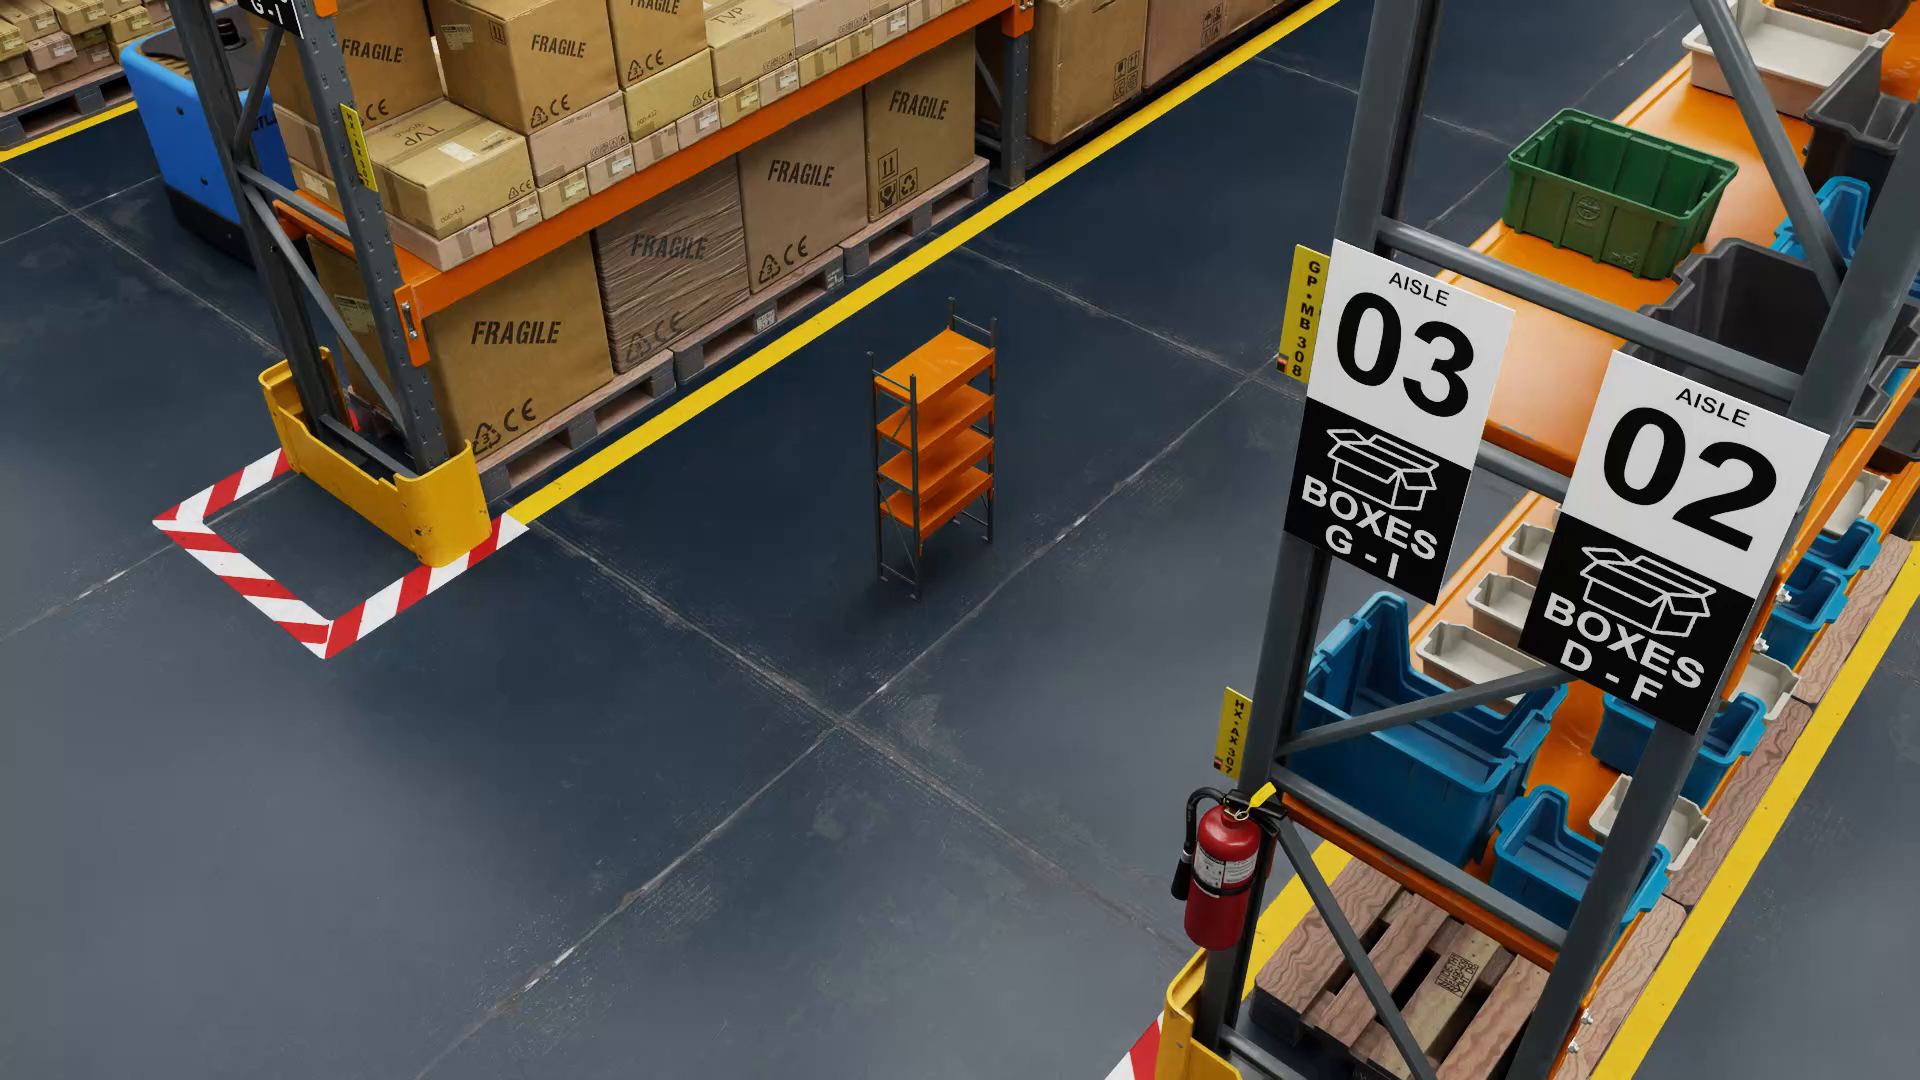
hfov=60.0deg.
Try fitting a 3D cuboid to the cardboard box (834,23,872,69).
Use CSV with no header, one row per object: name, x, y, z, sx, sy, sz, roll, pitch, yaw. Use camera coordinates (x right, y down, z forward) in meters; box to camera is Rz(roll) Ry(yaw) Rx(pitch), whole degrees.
cardboard box,-0.648,-2.460,8.095,0.380,0.149,0.250,30,50,29

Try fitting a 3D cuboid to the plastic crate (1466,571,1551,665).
plastic crate,1.760,0.256,5.072,0.396,0.136,0.243,29,50,28

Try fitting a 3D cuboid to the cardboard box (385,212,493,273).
cardboard box,-2.134,-1.269,6.785,0.380,0.149,0.250,30,50,29

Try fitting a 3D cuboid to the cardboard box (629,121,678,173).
cardboard box,-1.474,-1.799,7.368,0.380,0.149,0.250,29,49,28

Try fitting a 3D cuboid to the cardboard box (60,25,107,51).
cardboard box,-5.503,-3.172,10.277,0.380,0.149,0.250,30,50,29

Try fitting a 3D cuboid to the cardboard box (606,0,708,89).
cardboard box,-1.449,-2.312,7.078,0.500,0.500,0.500,28,49,27

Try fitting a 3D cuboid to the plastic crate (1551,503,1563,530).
plastic crate,2.097,-0.058,5.418,0.298,0.136,0.250,29,50,28

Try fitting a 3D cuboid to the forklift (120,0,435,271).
forklift,-3.083,-3.420,9.015,1.130,2.935,3.031,29,50,28

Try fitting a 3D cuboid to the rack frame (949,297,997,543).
rack frame,0.050,-0.484,7.073,0.240,1.200,0.015,29,50,28

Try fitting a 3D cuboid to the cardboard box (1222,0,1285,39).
cardboard box,1.494,-4.009,10.879,1.225,0.875,0.875,30,50,29

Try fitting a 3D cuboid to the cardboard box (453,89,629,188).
cardboard box,-1.770,-1.778,7.048,0.500,0.250,0.500,29,50,28

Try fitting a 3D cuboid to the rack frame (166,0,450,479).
rack frame,-2.615,-1.322,6.657,1.000,3.000,0.127,29,50,28

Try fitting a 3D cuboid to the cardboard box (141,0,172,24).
cardboard box,-5.157,-3.435,10.566,0.380,0.149,0.250,27,49,27

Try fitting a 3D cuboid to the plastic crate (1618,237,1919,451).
plastic crate,1.637,-0.317,3.419,0.497,0.269,0.590,29,50,28

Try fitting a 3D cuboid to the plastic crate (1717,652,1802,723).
plastic crate,2.293,0.434,4.877,0.250,0.136,0.298,29,50,28

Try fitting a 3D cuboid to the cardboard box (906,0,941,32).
cardboard box,-0.317,-2.726,8.387,0.380,0.149,0.250,29,50,28

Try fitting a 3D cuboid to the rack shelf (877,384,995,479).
rack shelf,-0.107,-0.474,6.830,0.258,0.148,0.480,29,50,28

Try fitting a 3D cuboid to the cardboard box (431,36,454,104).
cardboard box,-2.179,-2.002,7.295,0.500,0.250,0.500,29,50,28

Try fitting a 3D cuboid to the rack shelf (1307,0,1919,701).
rack shelf,2.463,-1.052,4.664,1.077,0.370,4.000,29,50,28

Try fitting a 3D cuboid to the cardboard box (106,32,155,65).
cardboard box,-5.255,-3.139,10.462,0.380,0.149,0.250,30,50,29

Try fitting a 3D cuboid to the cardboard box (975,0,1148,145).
cardboard box,0.356,-3.090,9.868,1.225,0.875,0.875,30,50,29

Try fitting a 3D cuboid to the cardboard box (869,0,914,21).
cardboard box,-0.455,-2.828,8.203,0.500,0.250,0.500,31,51,30

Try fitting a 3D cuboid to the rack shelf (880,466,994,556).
rack shelf,-0.107,-0.162,7.114,0.258,0.148,0.480,29,50,28

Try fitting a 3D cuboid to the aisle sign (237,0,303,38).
aisle sign,-2.432,-2.117,5.599,0.394,0.787,0.004,29,50,28

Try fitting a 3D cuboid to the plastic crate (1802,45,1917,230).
plastic crate,2.370,-0.933,4.045,0.504,0.338,0.767,29,50,28

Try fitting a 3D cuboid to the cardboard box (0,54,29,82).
cardboard box,-5.812,-2.891,9.968,0.380,0.149,0.250,32,51,30

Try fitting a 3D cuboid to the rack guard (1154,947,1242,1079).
rack guard,1.171,1.765,5.120,1.175,0.500,0.348,29,50,28

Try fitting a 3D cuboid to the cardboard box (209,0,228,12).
cardboard box,-4.937,-3.402,10.751,0.380,0.149,0.250,27,49,27

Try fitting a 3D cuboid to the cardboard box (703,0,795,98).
cardboard box,-1.112,-2.306,7.629,0.500,0.250,0.500,29,49,28

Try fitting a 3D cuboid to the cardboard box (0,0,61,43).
cardboard box,-5.664,-3.159,10.042,0.380,0.149,0.250,30,50,29

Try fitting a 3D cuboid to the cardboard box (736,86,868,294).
cardboard box,-1.106,-1.983,8.650,0.875,0.875,0.875,29,50,28

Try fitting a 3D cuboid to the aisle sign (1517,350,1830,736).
aisle sign,1.357,0.026,3.242,0.394,0.787,0.004,29,50,28

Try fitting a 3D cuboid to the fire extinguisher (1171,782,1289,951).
fire extinguisher,0.731,0.869,4.581,0.296,0.674,0.183,29,50,28

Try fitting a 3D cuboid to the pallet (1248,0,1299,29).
pallet,1.969,-4.037,11.715,1.003,0.211,1.213,29,50,28

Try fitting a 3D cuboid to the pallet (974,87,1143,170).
pallet,0.398,-2.780,10.333,1.003,0.211,1.213,29,50,28

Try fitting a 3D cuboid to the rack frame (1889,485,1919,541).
rack frame,3.750,-1.238,6.564,1.000,3.000,0.127,29,50,28

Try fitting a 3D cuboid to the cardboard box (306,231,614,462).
cardboard box,-2.264,-1.056,7.631,0.875,0.875,0.875,29,50,28

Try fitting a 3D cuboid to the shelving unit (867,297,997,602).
shelving unit,-0.107,-0.359,6.935,0.258,1.200,0.503,29,50,28

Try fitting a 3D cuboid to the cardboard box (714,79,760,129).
cardboard box,-1.145,-2.062,7.657,0.380,0.149,0.250,28,49,27

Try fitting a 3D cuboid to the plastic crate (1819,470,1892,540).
plastic crate,2.860,-0.136,5.503,0.293,0.136,0.466,29,50,28

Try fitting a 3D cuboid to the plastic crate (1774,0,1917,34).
plastic crate,2.741,-1.778,5.026,0.497,0.269,0.590,29,50,28

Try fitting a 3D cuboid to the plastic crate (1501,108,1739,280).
plastic crate,1.592,-0.841,4.055,0.450,0.188,0.336,29,50,28

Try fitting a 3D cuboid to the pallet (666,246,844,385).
pallet,-1.375,-1.362,8.773,1.003,0.211,1.213,29,50,28

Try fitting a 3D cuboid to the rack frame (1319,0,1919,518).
rack frame,1.176,-1.398,2.280,1.000,3.000,0.127,29,50,28

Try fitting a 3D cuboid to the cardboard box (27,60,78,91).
cardboard box,-5.658,-2.924,10.225,0.380,0.149,0.250,29,50,28

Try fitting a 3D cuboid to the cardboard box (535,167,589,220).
cardboard box,-1.805,-1.534,7.077,0.380,0.149,0.250,28,49,28

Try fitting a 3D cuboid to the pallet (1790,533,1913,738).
pallet,3.307,0.189,7.067,1.003,0.211,1.213,29,50,28

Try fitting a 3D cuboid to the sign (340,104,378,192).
sign,-2.194,-1.429,6.071,0.100,0.325,0.005,29,50,28

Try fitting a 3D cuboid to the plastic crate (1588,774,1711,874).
plastic crate,1.857,0.783,4.492,0.250,0.136,0.298,29,50,28

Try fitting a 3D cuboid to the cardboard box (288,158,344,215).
cardboard box,-2.638,-1.555,7.100,0.380,0.149,0.250,30,50,29

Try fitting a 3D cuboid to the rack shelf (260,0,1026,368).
rack shelf,-1.328,-2.086,8.032,1.077,0.370,4.000,29,50,28

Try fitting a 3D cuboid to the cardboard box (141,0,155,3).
cardboard box,-5.121,-3.536,10.456,0.380,0.149,0.250,32,51,30
